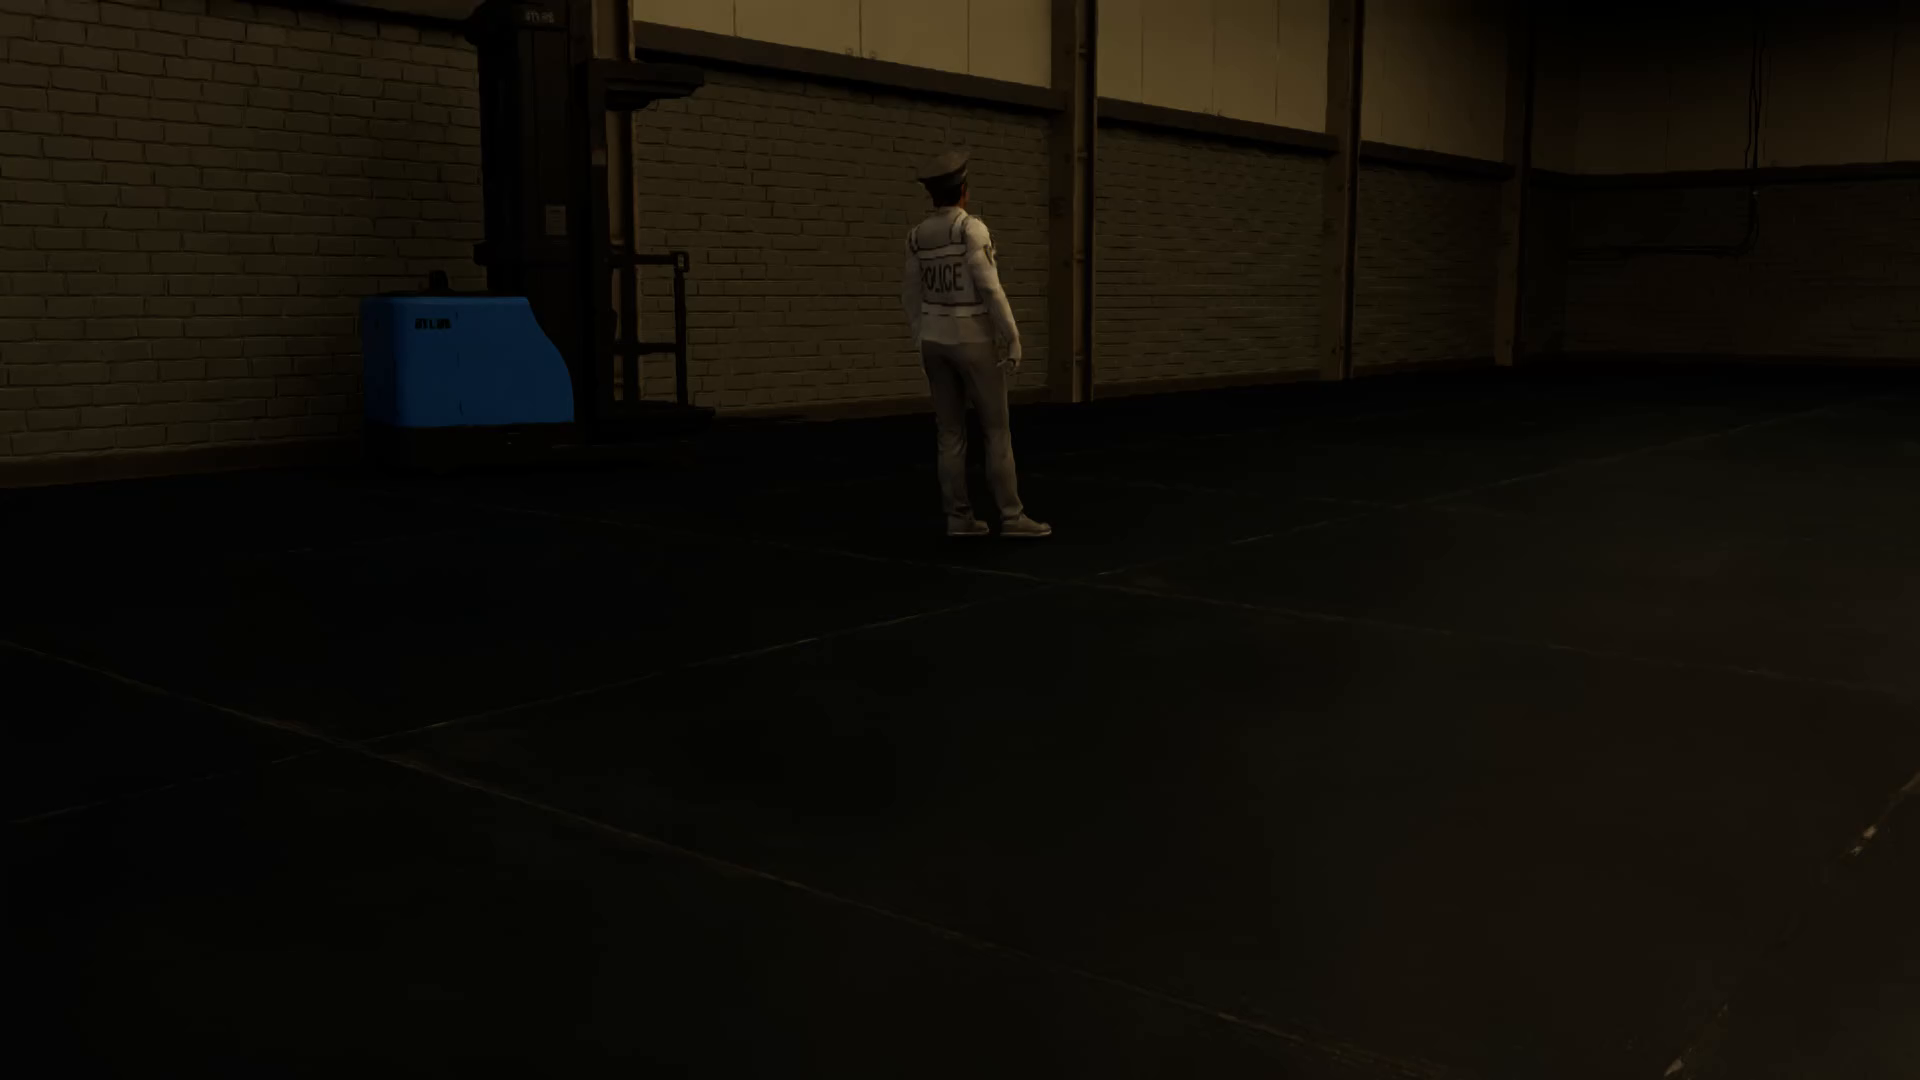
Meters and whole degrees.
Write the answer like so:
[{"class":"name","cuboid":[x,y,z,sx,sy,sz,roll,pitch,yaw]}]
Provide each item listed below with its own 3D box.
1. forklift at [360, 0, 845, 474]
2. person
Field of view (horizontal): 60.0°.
[{"class":"forklift","cuboid":[-2.259,-1.974,10.774,3.031,2.935,1.130,-5,10,-31]},{"class":"person","cuboid":[0.048,-0.853,7.329,0.586,1.695,0.533,7,11,38]}]
